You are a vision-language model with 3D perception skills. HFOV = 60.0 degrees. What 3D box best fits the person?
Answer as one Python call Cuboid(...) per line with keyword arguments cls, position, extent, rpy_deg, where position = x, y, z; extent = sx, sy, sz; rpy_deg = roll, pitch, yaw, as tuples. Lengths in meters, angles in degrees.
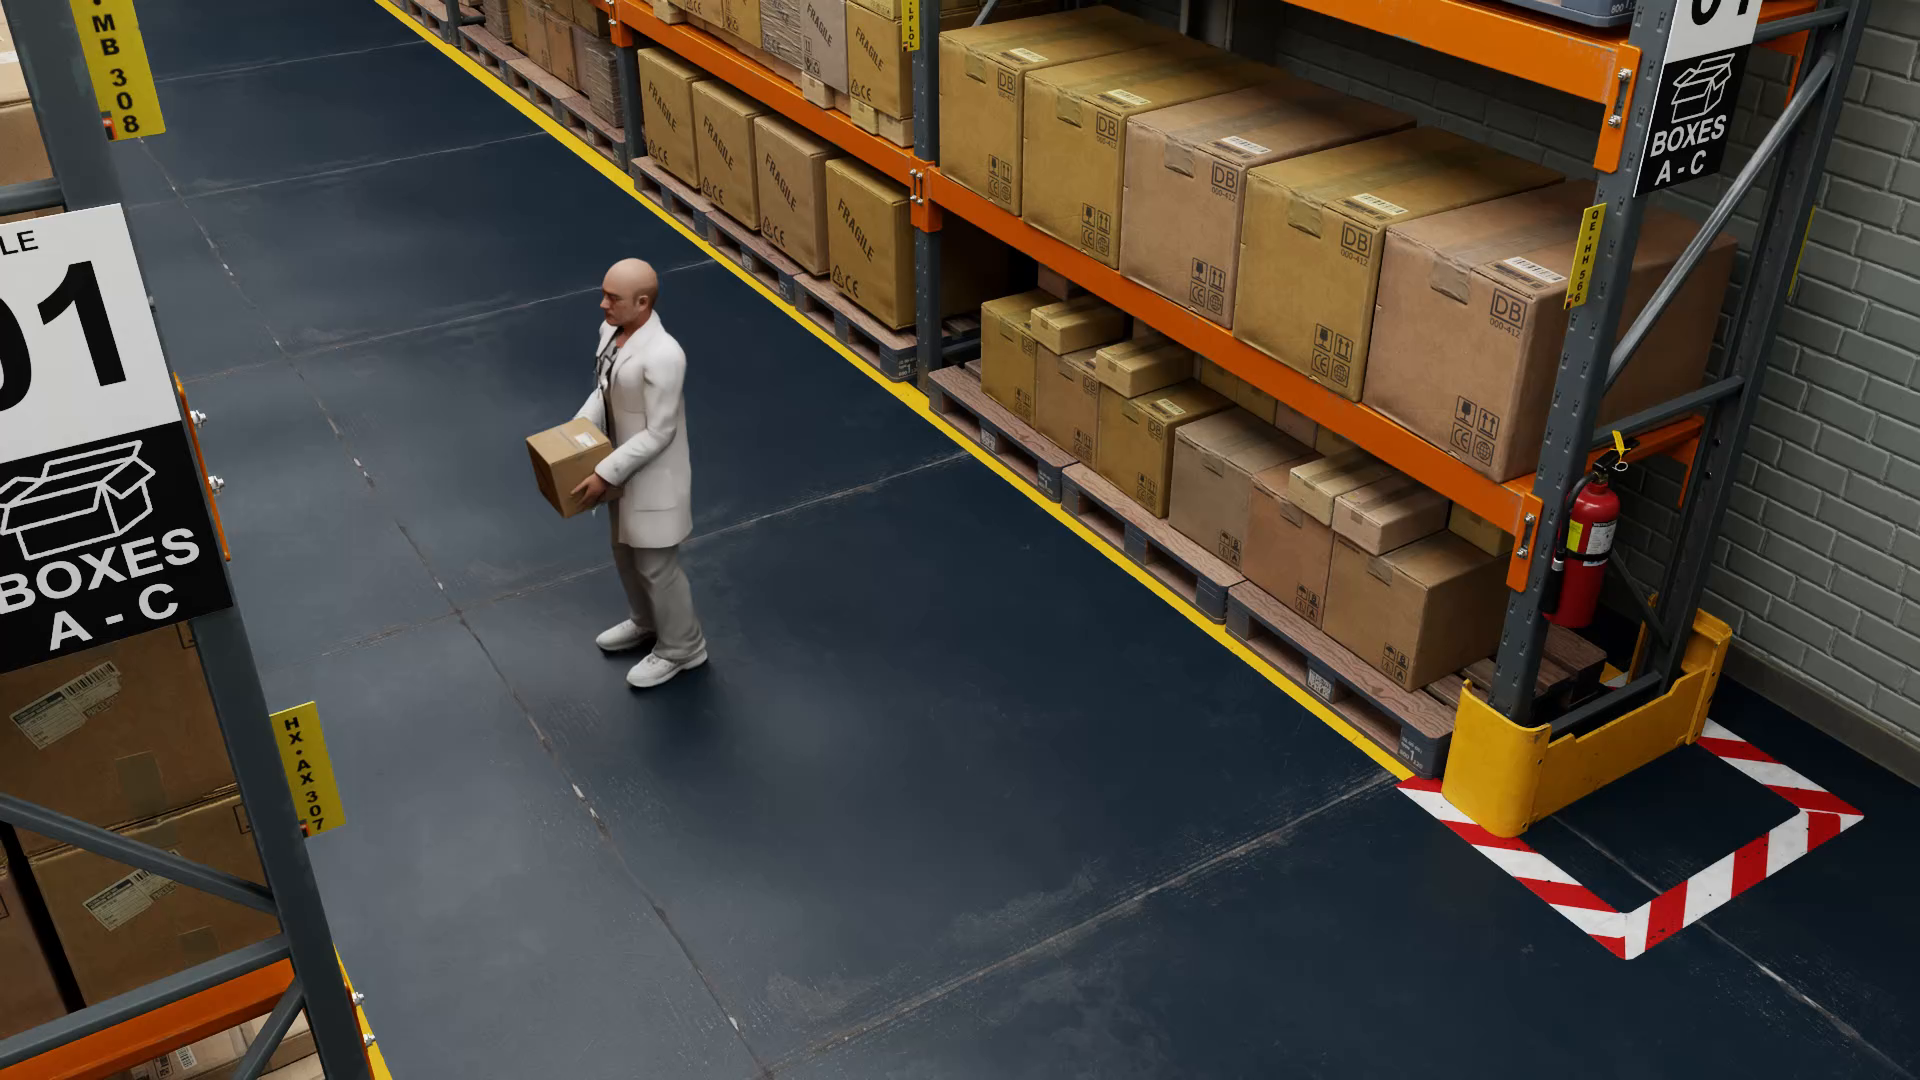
Cuboid(cls="person", position=(-1.325, -0.243, 6.530), extent=(0.517, 1.782, 0.559), rpy_deg=(-19, 37, -28))
